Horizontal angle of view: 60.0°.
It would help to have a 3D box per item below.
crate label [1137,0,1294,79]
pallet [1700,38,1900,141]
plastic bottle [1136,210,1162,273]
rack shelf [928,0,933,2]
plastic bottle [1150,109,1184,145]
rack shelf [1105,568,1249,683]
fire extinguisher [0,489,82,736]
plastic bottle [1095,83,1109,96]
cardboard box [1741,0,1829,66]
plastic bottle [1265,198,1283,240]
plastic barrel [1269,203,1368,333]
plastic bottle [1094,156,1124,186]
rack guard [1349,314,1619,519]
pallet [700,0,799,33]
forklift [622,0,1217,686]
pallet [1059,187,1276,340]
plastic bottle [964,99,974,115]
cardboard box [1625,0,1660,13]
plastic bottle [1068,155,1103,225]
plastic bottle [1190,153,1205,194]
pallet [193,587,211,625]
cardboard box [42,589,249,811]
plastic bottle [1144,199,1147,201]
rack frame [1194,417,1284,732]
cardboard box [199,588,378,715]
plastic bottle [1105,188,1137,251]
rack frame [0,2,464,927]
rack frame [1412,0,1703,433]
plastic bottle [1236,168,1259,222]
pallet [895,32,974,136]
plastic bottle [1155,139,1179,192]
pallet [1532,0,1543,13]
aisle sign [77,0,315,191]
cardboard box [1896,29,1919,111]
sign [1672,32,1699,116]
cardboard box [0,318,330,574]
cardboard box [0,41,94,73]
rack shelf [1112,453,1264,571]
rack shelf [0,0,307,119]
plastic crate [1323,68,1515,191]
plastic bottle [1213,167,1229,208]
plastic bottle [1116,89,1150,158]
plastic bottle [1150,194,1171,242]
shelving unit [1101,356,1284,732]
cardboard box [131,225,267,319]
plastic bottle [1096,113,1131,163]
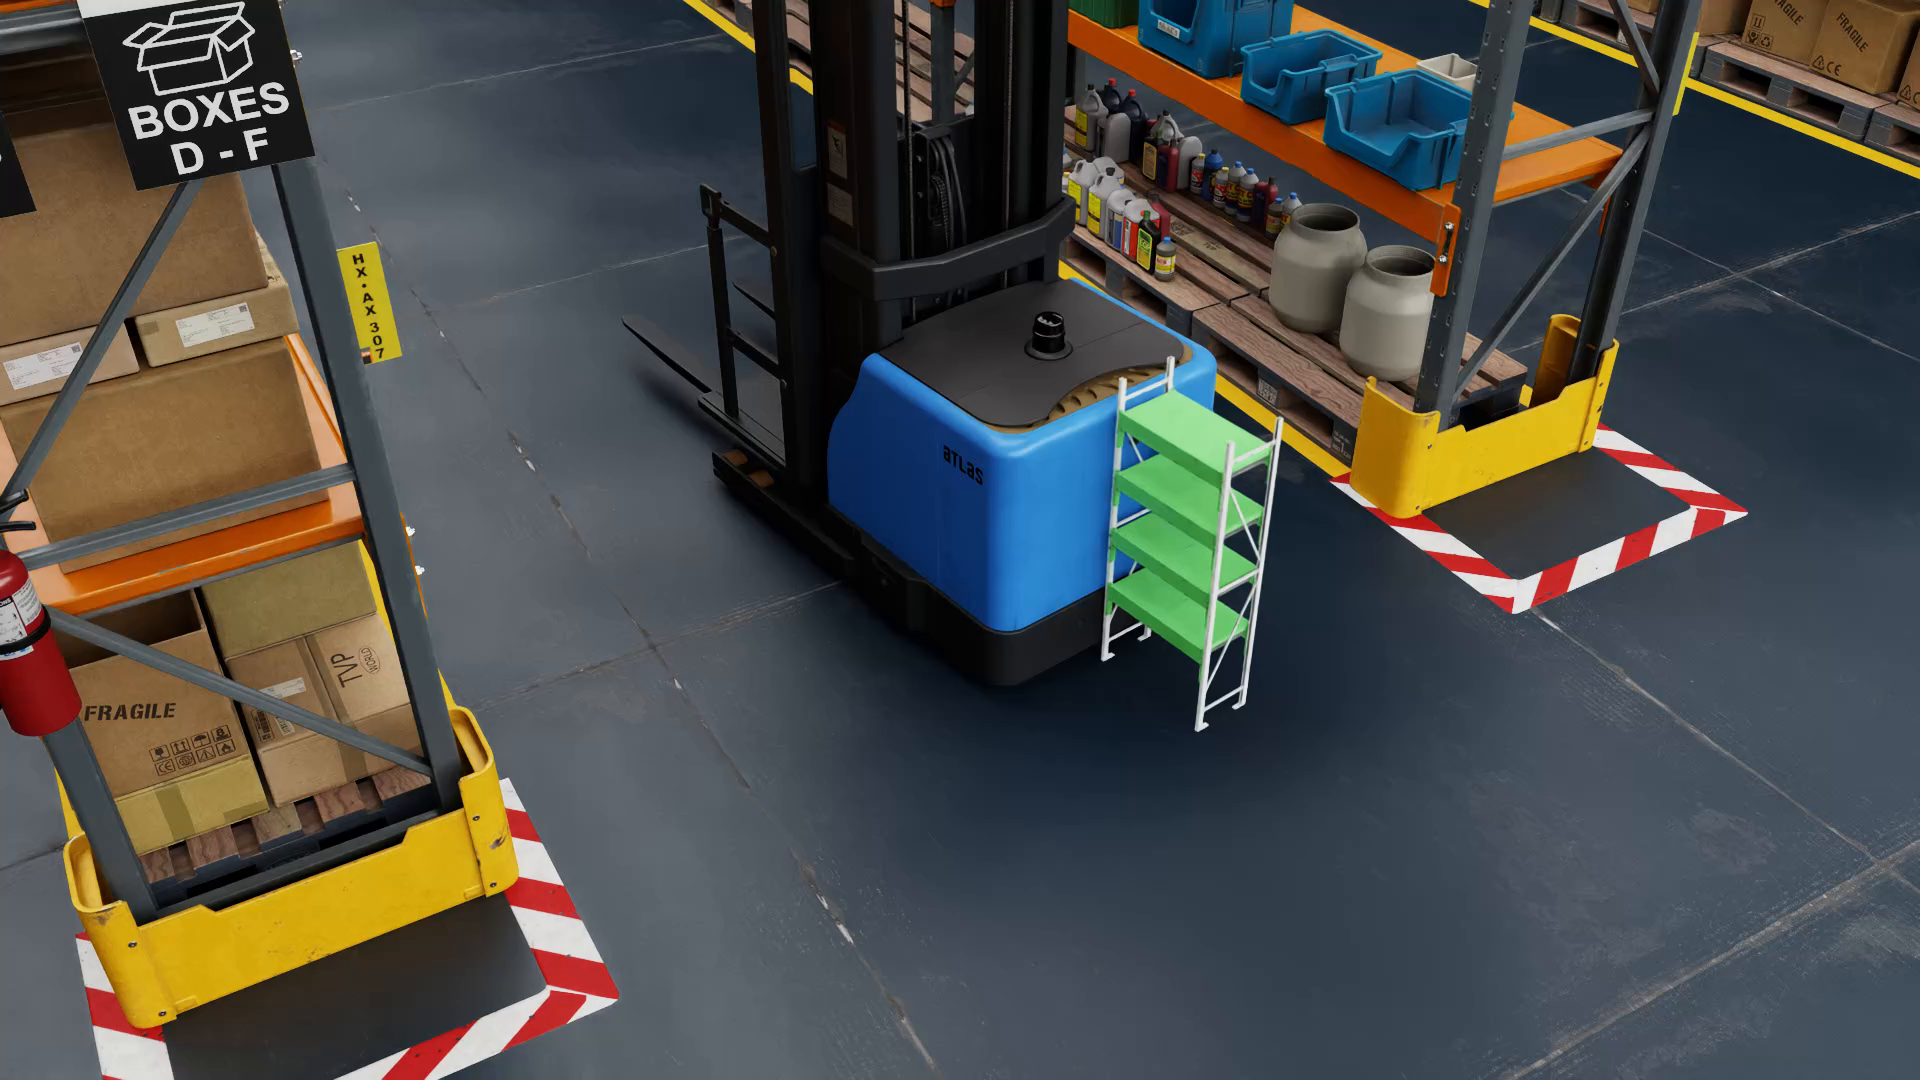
[{"bbox_3d":[1.144,-2.394,7.454,0.502,0.435,0.616,-19,40,-24],"label":"crate label"},{"bbox_3d":[5.560,-2.948,10.607,1.003,0.211,1.213,-19,40,-24],"label":"pallet"},{"bbox_3d":[0.926,-1.463,8.139,0.061,0.283,0.133,-18,40,-23],"label":"plastic bottle"},{"bbox_3d":[-0.712,-4.290,10.691,1.077,0.370,4.000,-19,40,-24],"label":"rack shelf"},{"bbox_3d":[1.124,-2.163,9.041,0.144,0.351,0.185,-19,40,-24],"label":"plastic bottle"},{"bbox_3d":[0.770,0.275,5.872,0.258,0.148,0.480,-25,43,-30],"label":"rack shelf"},{"bbox_3d":[-2.325,0.174,4.034,0.296,0.674,0.183,-19,40,-24],"label":"fire extinguisher"},{"bbox_3d":[0.819,-2.494,9.551,0.061,0.283,0.133,-17,39,-22],"label":"plastic bottle"},{"bbox_3d":[5.416,-3.390,10.611,0.500,0.500,0.500,-23,42,-28],"label":"cardboard box"},{"bbox_3d":[1.609,-1.638,8.449,0.097,0.201,0.097,0,36,0],"label":"plastic bottle"},{"bbox_3d":[1.654,-1.254,7.678,0.421,0.512,0.421,0,36,0],"label":"plastic barrel"},{"bbox_3d":[0.763,-1.848,8.673,0.152,0.276,0.135,-19,40,-24],"label":"plastic bottle"},{"bbox_3d":[2.223,-0.536,7.060,1.175,0.500,0.348,-19,40,-24],"label":"rack guard"},{"bbox_3d":[-1.361,-4.068,12.141,1.003,0.211,1.213,-19,40,-24],"label":"pallet"},{"bbox_3d":[-0.387,-1.471,6.279,1.130,2.935,3.031,-25,43,-30],"label":"forklift"},{"bbox_3d":[1.211,-1.457,8.566,1.003,0.211,1.213,-19,40,-24],"label":"pallet"},{"bbox_3d":[0.074,-2.344,9.357,0.097,0.271,0.097,0,36,0],"label":"plastic bottle"},{"bbox_3d":[4.741,-3.973,11.410,0.500,0.500,0.500,-20,41,-25],"label":"cardboard box"},{"bbox_3d":[0.648,-1.821,8.573,0.144,0.351,0.185,-19,40,-24],"label":"plastic bottle"},{"bbox_3d":[1.285,-1.967,8.899,0.097,0.201,0.097,0,36,0],"label":"plastic bottle"},{"bbox_3d":[-3.012,0.072,6.472,1.003,0.211,1.213,-19,40,-24],"label":"pallet"},{"bbox_3d":[-2.509,0.398,5.002,0.500,0.500,0.500,-19,40,-24],"label":"cardboard box"},{"bbox_3d":[0.926,-1.629,8.437,0.097,0.201,0.097,0,36,0],"label":"plastic bottle"},{"bbox_3d":[0.922,0.142,5.538,0.240,1.200,0.015,-25,43,-30],"label":"rack frame"},{"bbox_3d":[-2.314,0.292,5.782,0.500,0.250,0.500,-19,40,-24],"label":"cardboard box"},{"bbox_3d":[0.828,-1.613,8.351,0.152,0.276,0.135,-20,41,-25],"label":"plastic bottle"},{"bbox_3d":[-1.983,-0.055,4.282,1.000,3.000,0.127,-19,40,-24],"label":"rack frame"},{"bbox_3d":[2.302,-1.521,6.289,1.000,3.000,0.127,-19,40,-24],"label":"rack frame"},{"bbox_3d":[1.489,-1.789,8.596,0.097,0.271,0.097,0,36,0],"label":"plastic bottle"},{"bbox_3d":[-0.136,-2.824,10.437,1.003,0.211,1.213,-19,40,-24],"label":"pallet"},{"bbox_3d":[1.110,-2.020,8.903,0.061,0.283,0.133,-19,40,-24],"label":"plastic bottle"},{"bbox_3d":[4.183,-4.299,12.457,1.003,0.211,1.213,-19,40,-24],"label":"pallet"},{"bbox_3d":[-1.685,-1.162,3.594,0.394,0.787,0.004,-19,40,-24],"label":"aisle sign"},{"bbox_3d":[5.955,-2.767,9.758,0.500,0.500,0.500,-9,37,-12],"label":"cardboard box"},{"bbox_3d":[2.780,-1.794,6.428,0.100,0.325,0.005,-19,40,-24],"label":"sign"},{"bbox_3d":[-2.206,-0.337,4.584,0.700,0.500,0.500,-19,40,-24],"label":"cardboard box"},{"bbox_3d":[-2.502,-1.155,4.603,0.700,0.500,0.500,-20,41,-25],"label":"cardboard box"},{"bbox_3d":[0.770,-0.113,5.589,0.258,0.148,0.480,-25,43,-30],"label":"rack shelf"},{"bbox_3d":[-2.987,-1.996,5.006,1.077,0.370,4.000,-19,40,-24],"label":"rack shelf"},{"bbox_3d":[1.792,-1.627,6.561,0.499,0.251,0.616,-19,40,-24],"label":"plastic crate"},{"bbox_3d":[1.388,-1.862,8.756,0.097,0.201,0.097,0,36,0],"label":"plastic bottle"},{"bbox_3d":[0.962,-2.328,9.267,0.144,0.351,0.185,-21,41,-26],"label":"plastic bottle"},{"bbox_3d":[0.989,-1.577,8.296,0.061,0.283,0.133,-19,40,-24],"label":"plastic bottle"},{"bbox_3d":[0.770,0.029,5.693,0.258,1.200,0.503,-25,43,-30],"label":"shelving unit"},{"bbox_3d":[-2.128,-0.755,4.606,0.380,0.149,0.250,-20,41,-25],"label":"cardboard box"},{"bbox_3d":[0.846,-2.241,9.211,0.152,0.276,0.135,-19,40,-24],"label":"plastic bottle"}]
